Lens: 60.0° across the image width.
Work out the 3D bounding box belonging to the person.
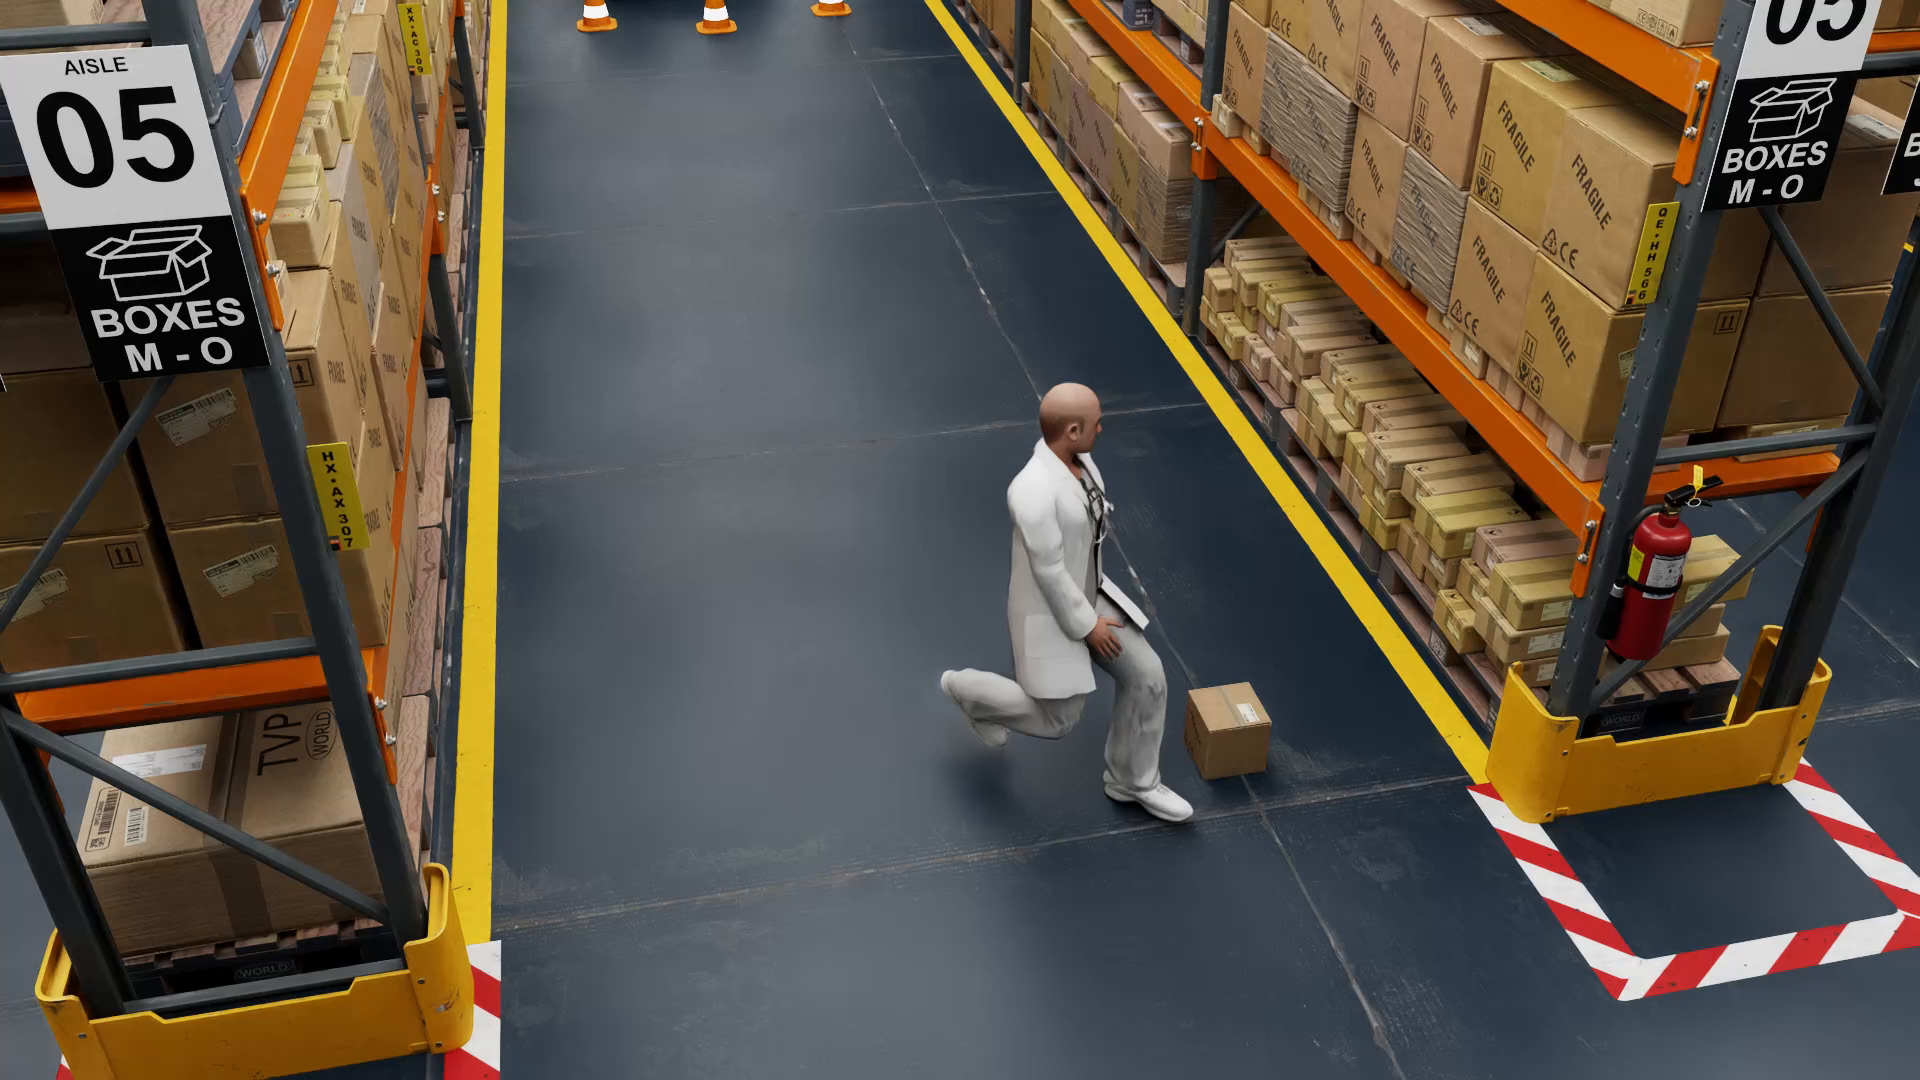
[{"bbox_3d":[4.713,-3.930,12.106,1.042,1.636,17.732,18,38,24],"label":"person"}]
